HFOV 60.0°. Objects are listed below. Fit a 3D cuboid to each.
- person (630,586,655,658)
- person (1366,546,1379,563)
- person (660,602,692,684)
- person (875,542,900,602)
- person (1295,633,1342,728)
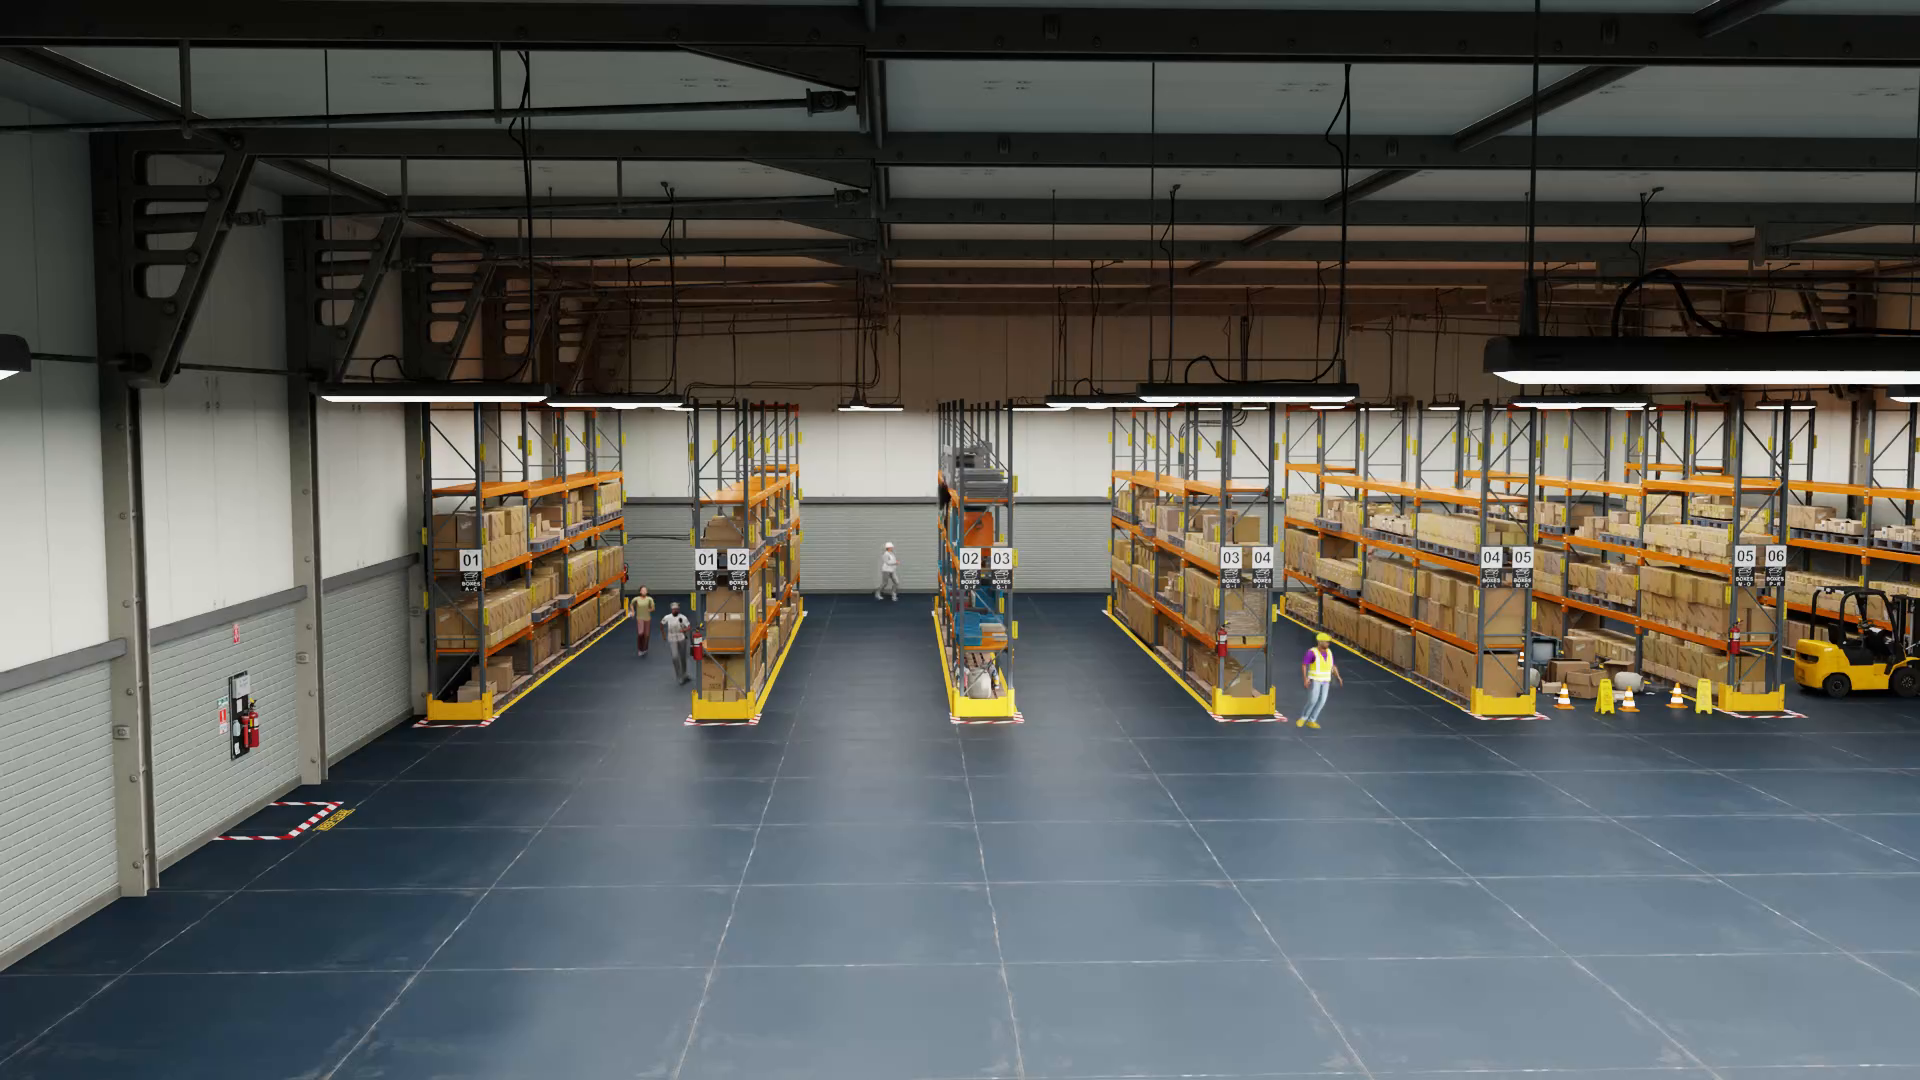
[{"bbox_3d":[-7.465,1.918,39.193,0.562,1.679,0.684,-1,5,-17],"label":"person"},{"bbox_3d":[12.462,1.043,50.386,0.611,1.717,0.745,-1,5,-17],"label":"person"},{"bbox_3d":[-6.078,2.190,35.581,0.664,1.738,0.773,-1,4,-9],"label":"person"},{"bbox_3d":[-2.181,0.988,50.725,0.849,1.833,0.638,2,5,21],"label":"person"},{"bbox_3d":[6.514,2.572,30.218,0.787,1.756,0.598,-2,5,-30],"label":"person"}]
